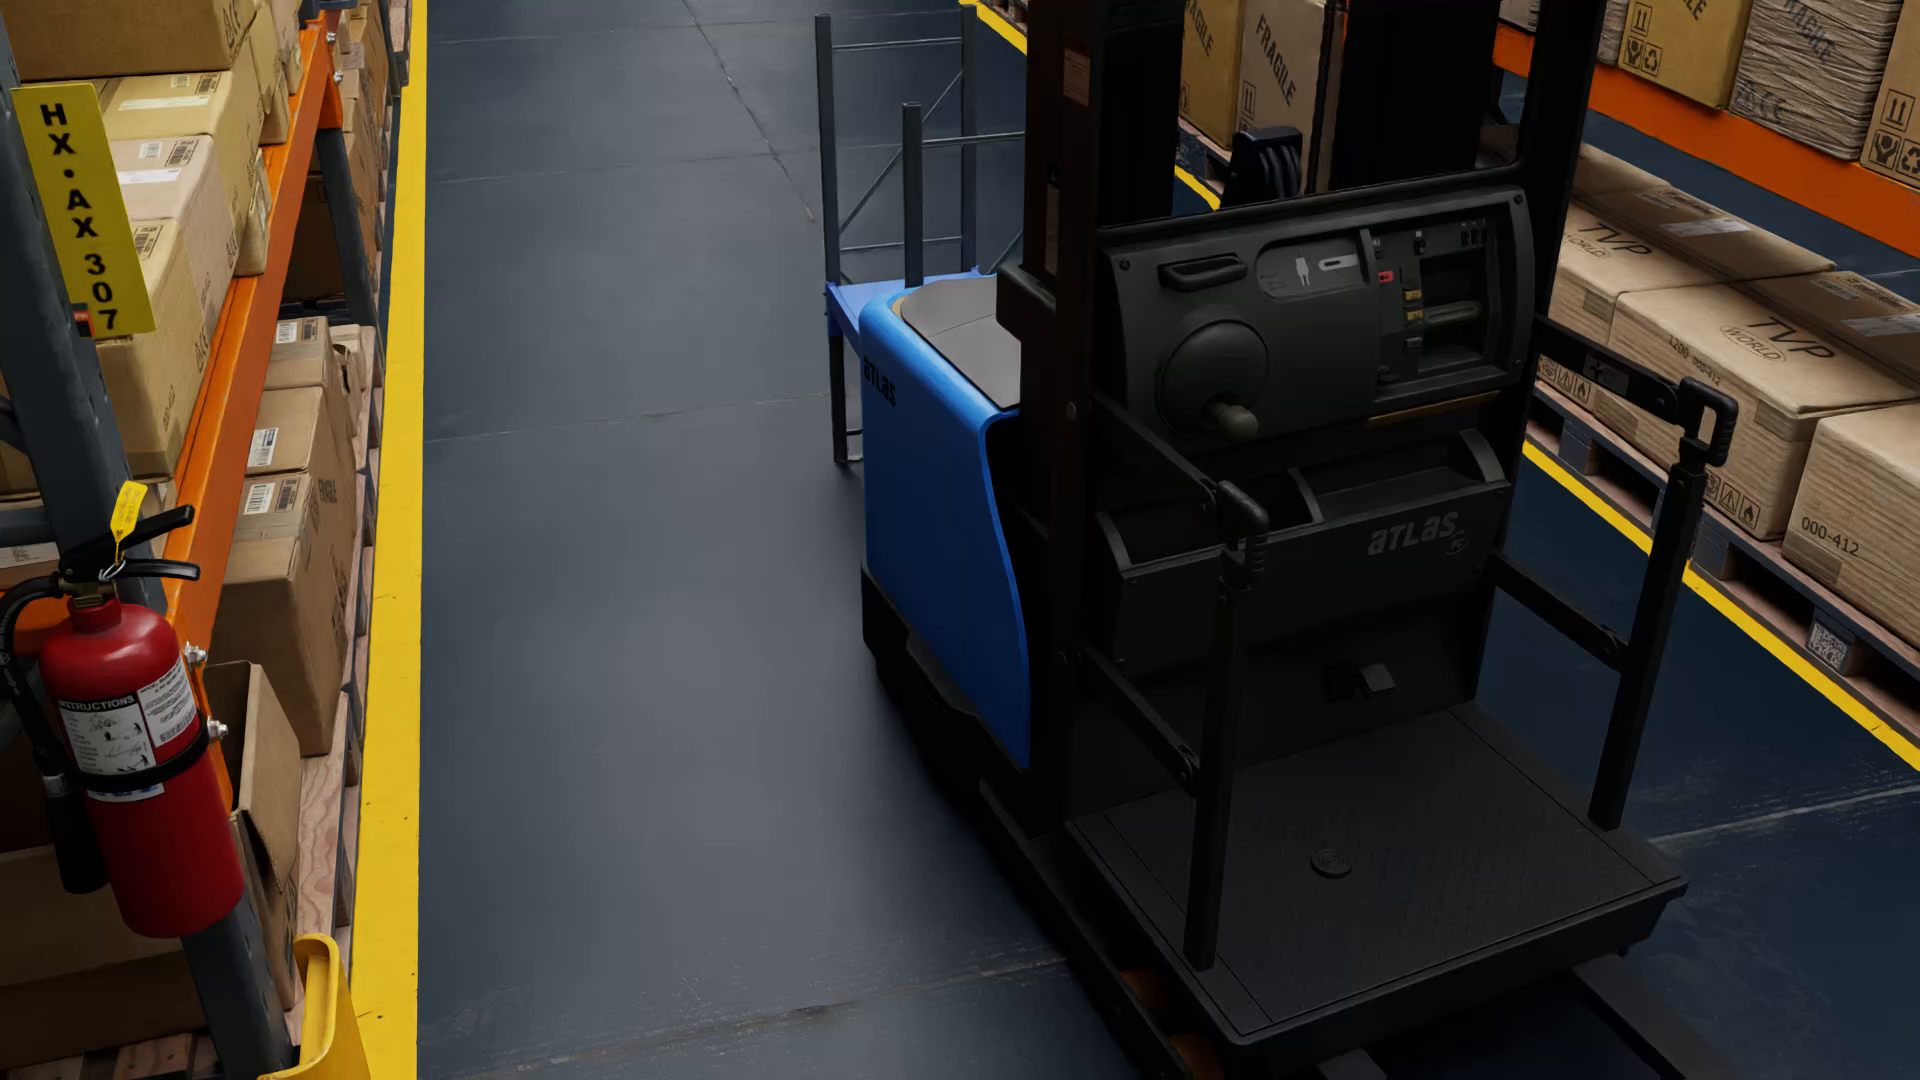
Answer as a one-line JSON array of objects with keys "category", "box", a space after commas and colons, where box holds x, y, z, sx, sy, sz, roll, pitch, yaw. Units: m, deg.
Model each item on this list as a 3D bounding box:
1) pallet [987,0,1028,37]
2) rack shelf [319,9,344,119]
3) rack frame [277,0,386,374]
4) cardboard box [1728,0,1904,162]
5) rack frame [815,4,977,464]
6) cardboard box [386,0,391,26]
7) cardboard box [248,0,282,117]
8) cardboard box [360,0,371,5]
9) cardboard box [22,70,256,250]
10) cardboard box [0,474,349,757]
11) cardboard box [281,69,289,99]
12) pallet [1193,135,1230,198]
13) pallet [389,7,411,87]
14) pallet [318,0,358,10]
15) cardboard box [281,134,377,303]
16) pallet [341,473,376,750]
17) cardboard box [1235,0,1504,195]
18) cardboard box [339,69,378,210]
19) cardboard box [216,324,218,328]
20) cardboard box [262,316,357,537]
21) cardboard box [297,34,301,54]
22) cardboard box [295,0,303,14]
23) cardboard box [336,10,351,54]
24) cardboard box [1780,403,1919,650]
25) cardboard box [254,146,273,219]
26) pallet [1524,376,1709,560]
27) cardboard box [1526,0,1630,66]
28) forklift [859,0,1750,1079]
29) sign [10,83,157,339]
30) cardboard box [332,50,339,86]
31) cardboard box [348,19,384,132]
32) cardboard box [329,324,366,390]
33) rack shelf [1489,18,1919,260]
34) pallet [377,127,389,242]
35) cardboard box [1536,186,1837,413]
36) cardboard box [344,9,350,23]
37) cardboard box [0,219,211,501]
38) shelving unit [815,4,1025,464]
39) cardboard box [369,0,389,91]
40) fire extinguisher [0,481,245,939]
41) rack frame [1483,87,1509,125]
[{"category": "pallet", "box": [0.826, -3.659, 11.361, 1.003, 0.211, 1.213, -8, 31, -13]}, {"category": "rack shelf", "box": [-3.222, -2.549, 7.378, 1.077, 0.370, 4.000, -8, 31, -13]}, {"category": "rack frame", "box": [-2.691, -1.895, 5.529, 1.000, 3.000, 0.127, -8, 31, -13]}, {"category": "cardboard box", "box": [2.507, -1.357, 4.501, 0.500, 0.500, 0.500, -7, 31, -12]}, {"category": "rack frame", "box": [-0.191, -0.952, 5.398, 0.500, 1.500, 0.032, -8, 31, -14]}, {"category": "cardboard box", "box": [-3.905, -3.284, 9.880, 0.875, 0.625, 0.625, -7, 31, -12]}, {"category": "cardboard box", "box": [-2.054, -1.262, 4.290, 0.500, 0.250, 0.500, -8, 31, -14]}, {"category": "cardboard box", "box": [-3.275, -2.875, 8.651, 0.380, 0.149, 0.250, -9, 31, -16]}, {"category": "cardboard box", "box": [-1.762, -0.770, 3.438, 0.500, 0.250, 0.500, -8, 31, -14]}, {"category": "cardboard box", "box": [-1.890, 0.211, 3.967, 0.700, 0.500, 0.500, -7, 31, -11]}, {"category": "cardboard box", "box": [-2.137, -1.290, 4.735, 0.380, 0.149, 0.250, -7, 31, -12]}, {"category": "pallet", "box": [1.816, -1.712, 7.998, 1.003, 0.211, 1.213, -8, 31, -13]}, {"category": "pallet", "box": [-3.934, -3.023, 10.261, 1.003, 0.211, 1.213, -8, 31, -13]}, {"category": "pallet", "box": [-2.798, -2.212, 6.269, 1.003, 0.211, 1.213, -8, 31, -13]}, {"category": "cardboard box", "box": [-2.603, -1.258, 6.506, 0.500, 0.500, 0.500, -7, 31, -11]}, {"category": "pallet", "box": [-2.182, 0.234, 4.635, 1.003, 0.211, 1.213, -8, 31, -13]}, {"category": "cardboard box", "box": [1.852, -2.108, 7.599, 0.875, 0.875, 0.875, -7, 31, -12]}, {"category": "cardboard box", "box": [-2.882, -1.756, 7.365, 0.500, 0.500, 0.500, -9, 31, -15]}, {"category": "cardboard box", "box": [-1.676, -0.419, 3.230, 0.380, 0.149, 0.250, -7, 31, -12]}, {"category": "cardboard box", "box": [-2.165, -0.290, 4.833, 0.700, 0.500, 0.500, -9, 31, -15]}, {"category": "cardboard box", "box": [-2.273, -1.543, 5.172, 0.380, 0.149, 0.250, -7, 31, -12]}, {"category": "cardboard box", "box": [-2.321, -1.745, 5.123, 0.500, 0.250, 0.500, -7, 31, -12]}, {"category": "cardboard box", "box": [-3.053, -2.358, 7.759, 0.380, 0.149, 0.250, -9, 31, -16]}, {"category": "cardboard box", "box": [2.883, -0.003, 4.399, 0.875, 0.438, 0.875, -9, 31, -15]}, {"category": "cardboard box", "box": [-1.836, -0.803, 3.893, 0.380, 0.149, 0.250, -7, 31, -12]}, {"category": "pallet", "box": [2.547, -0.382, 5.699, 1.003, 0.211, 1.213, -8, 31, -13]}, {"category": "cardboard box", "box": [2.221, -1.854, 5.359, 0.500, 0.500, 0.500, -8, 31, -13]}, {"category": "forklift", "box": [0.793, -0.381, 2.982, 1.130, 2.935, 3.031, -13, 32, -21]}, {"category": "sign", "box": [-1.106, -0.410, 2.099, 0.100, 0.325, 0.005, -8, 31, -13]}, {"category": "cardboard box", "box": [-2.873, -1.986, 7.116, 0.380, 0.149, 0.250, -8, 31, -13]}, {"category": "cardboard box", "box": [-3.169, -2.255, 8.228, 0.500, 0.500, 0.500, -7, 31, -11]}, {"category": "cardboard box", "box": [-2.260, -0.613, 5.741, 0.380, 0.149, 0.250, -9, 31, -15]}, {"category": "rack shelf", "box": [2.624, -1.279, 5.184, 1.077, 0.370, 4.000, -8, 31, -13]}, {"category": "pallet", "box": [-3.271, -1.666, 7.918, 1.003, 0.211, 1.213, -8, 31, -13]}, {"category": "cardboard box", "box": [2.395, -0.880, 5.914, 0.875, 0.438, 0.875, -9, 31, -15]}, {"category": "cardboard box", "box": [-3.222, -2.608, 8.190, 0.380, 0.149, 0.250, -7, 31, -12]}, {"category": "cardboard box", "box": [-1.490, -0.282, 2.595, 0.500, 0.250, 0.500, -8, 31, -13]}, {"category": "shelving unit", "box": [-0.046, -0.708, 4.977, 0.538, 1.500, 1.048, -8, 31, -14]}, {"category": "cardboard box", "box": [-3.433, -2.751, 9.085, 0.500, 0.500, 0.500, -7, 31, -12]}, {"category": "fire extinguisher", "box": [-1.145, 0.242, 2.288, 0.296, 0.674, 0.183, -8, 31, -13]}, {"category": "rack frame", "box": [2.093, -2.557, 6.673, 1.000, 3.000, 0.127, -8, 31, -13]}]
